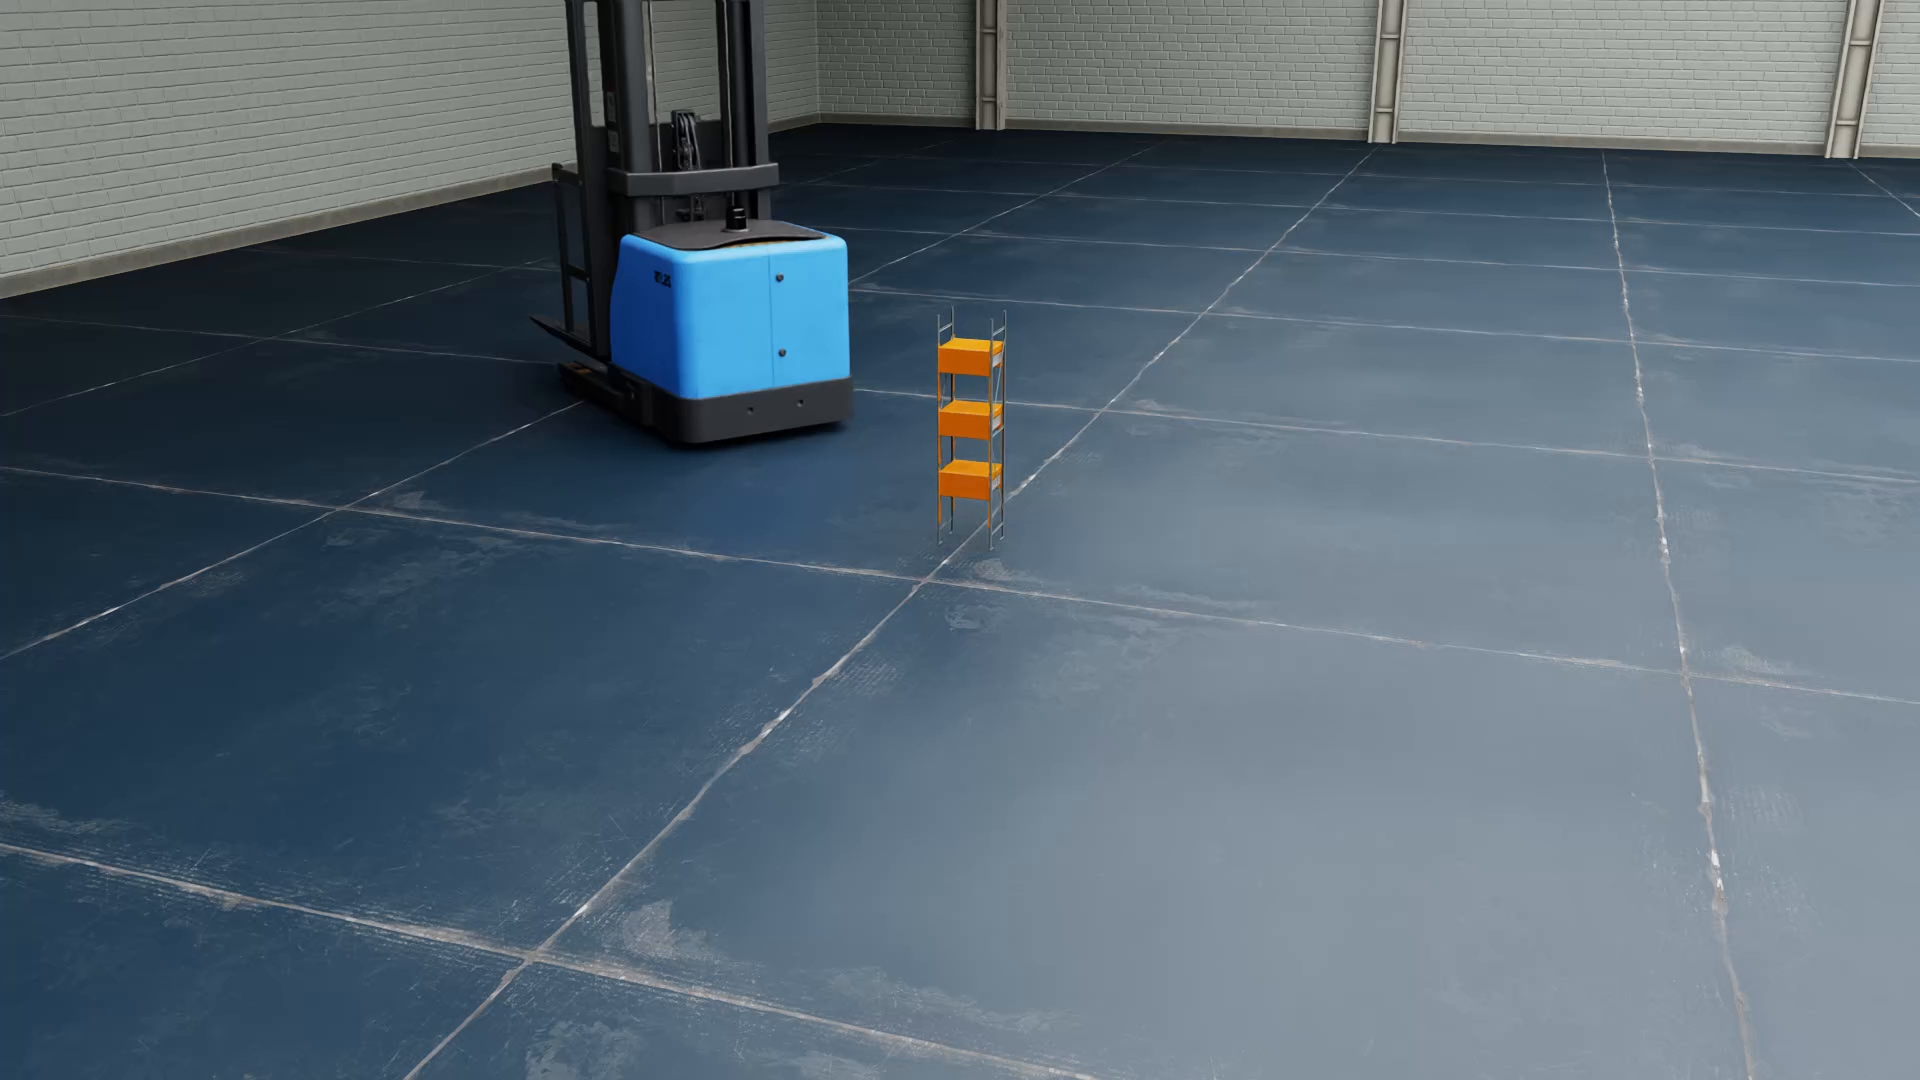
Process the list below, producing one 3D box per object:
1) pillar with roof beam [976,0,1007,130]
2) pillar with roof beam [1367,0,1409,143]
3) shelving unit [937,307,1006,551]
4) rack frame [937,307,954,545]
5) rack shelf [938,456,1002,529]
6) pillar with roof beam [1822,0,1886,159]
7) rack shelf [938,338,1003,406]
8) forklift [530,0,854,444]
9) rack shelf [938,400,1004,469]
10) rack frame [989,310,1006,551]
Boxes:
[{"bbox_3d":[-0.934,-9.349,20.727,0.400,9.000,9.100,7,20,18],"label":"pillar with roof beam"},{"bbox_3d":[4.734,-8.701,18.867,0.400,9.000,9.100,7,20,18],"label":"pillar with roof beam"},{"bbox_3d":[0.051,-0.490,7.387,0.252,1.050,0.215,7,20,18],"label":"shelving unit"},{"bbox_3d":[-0.065,-0.503,7.425,0.008,1.050,0.200,7,20,18],"label":"rack frame"},{"bbox_3d":[0.051,-0.218,7.482,0.240,0.259,0.215,7,20,18],"label":"rack shelf"},{"bbox_3d":[10.401,-8.053,17.008,0.400,9.000,9.100,7,20,18],"label":"pillar with roof beam"},{"bbox_3d":[0.051,-0.748,7.297,0.240,0.259,0.215,7,20,18],"label":"rack shelf"},{"bbox_3d":[-1.815,-2.329,9.806,1.130,2.935,3.031,-12,22,-30],"label":"forklift"},{"bbox_3d":[0.051,-0.480,7.390,0.240,0.259,0.215,7,20,18],"label":"rack shelf"},{"bbox_3d":[0.166,-0.477,7.349,0.008,1.050,0.200,7,20,18],"label":"rack frame"}]
